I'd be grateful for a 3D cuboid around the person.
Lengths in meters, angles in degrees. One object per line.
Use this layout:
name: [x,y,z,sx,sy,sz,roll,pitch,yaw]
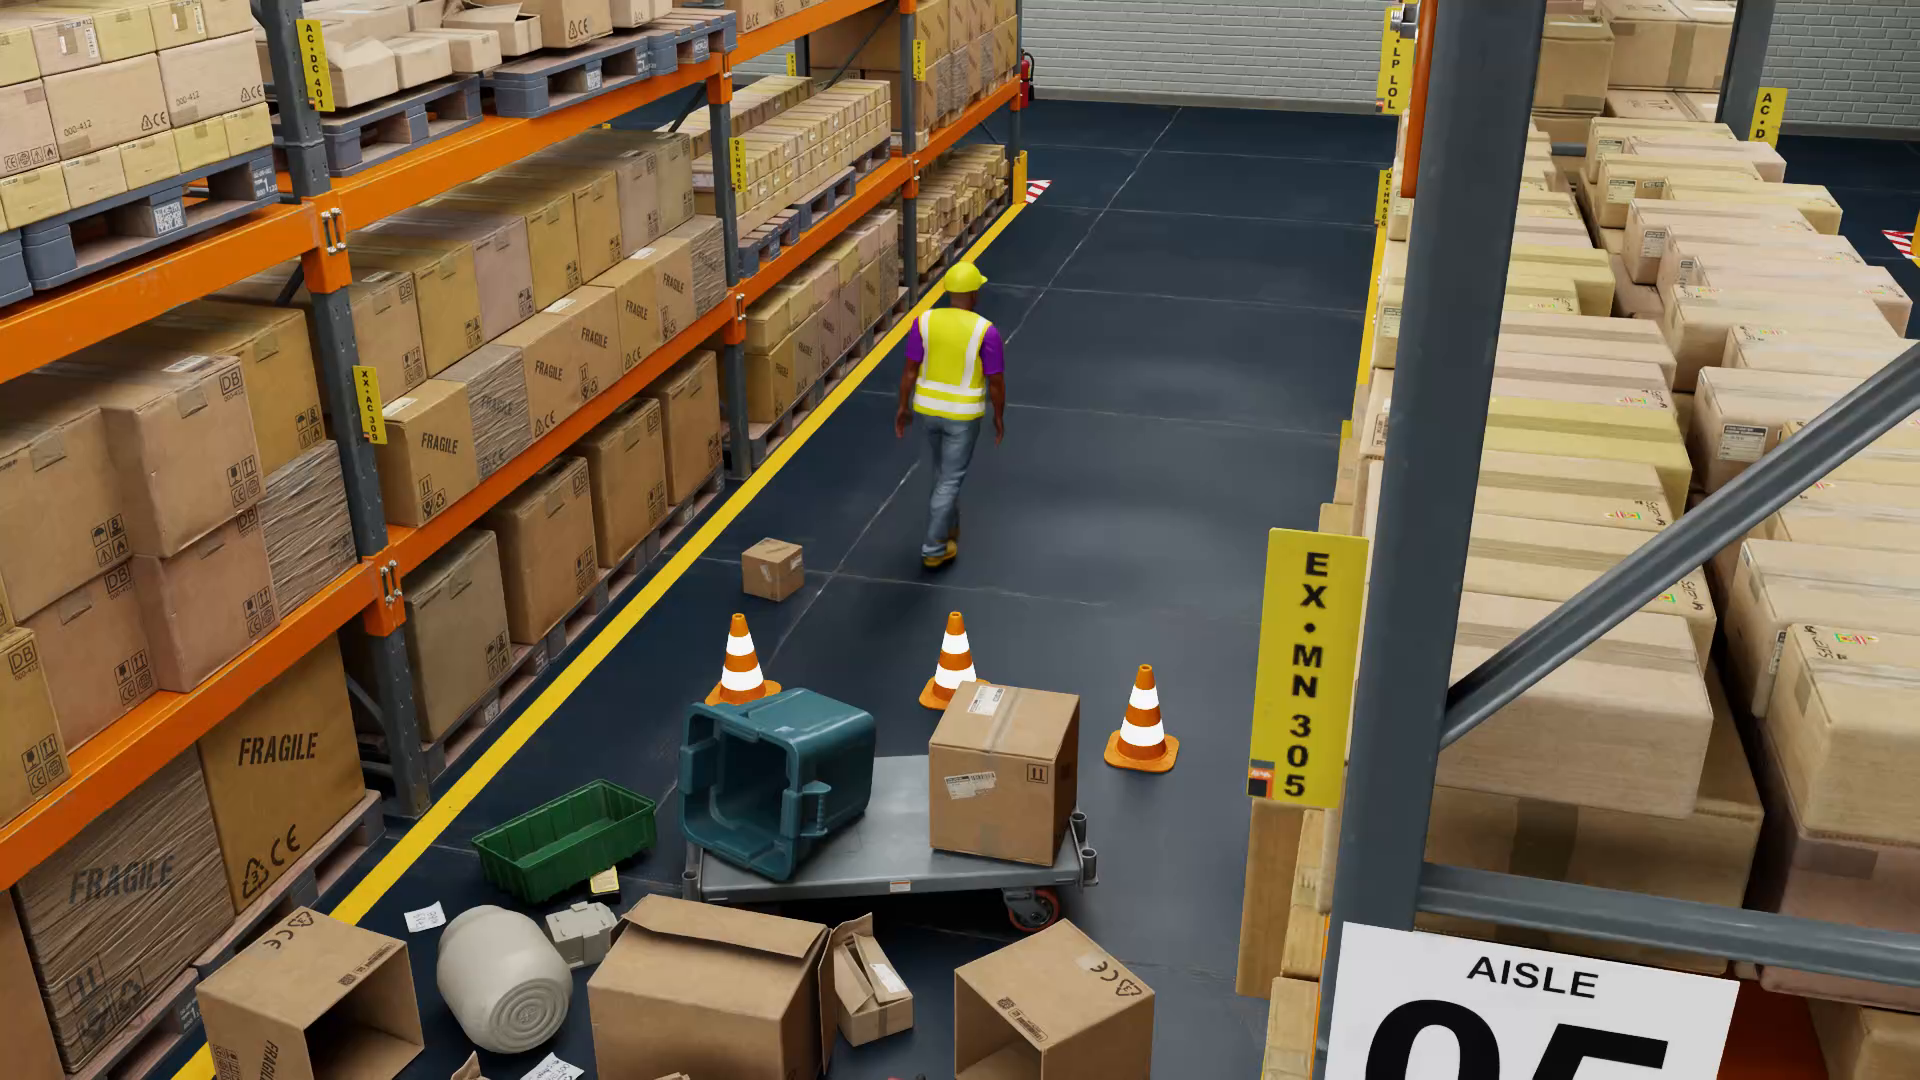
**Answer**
person: [-0.033,-0.720,9.637,0.606,1.783,0.718,13,28,26]
